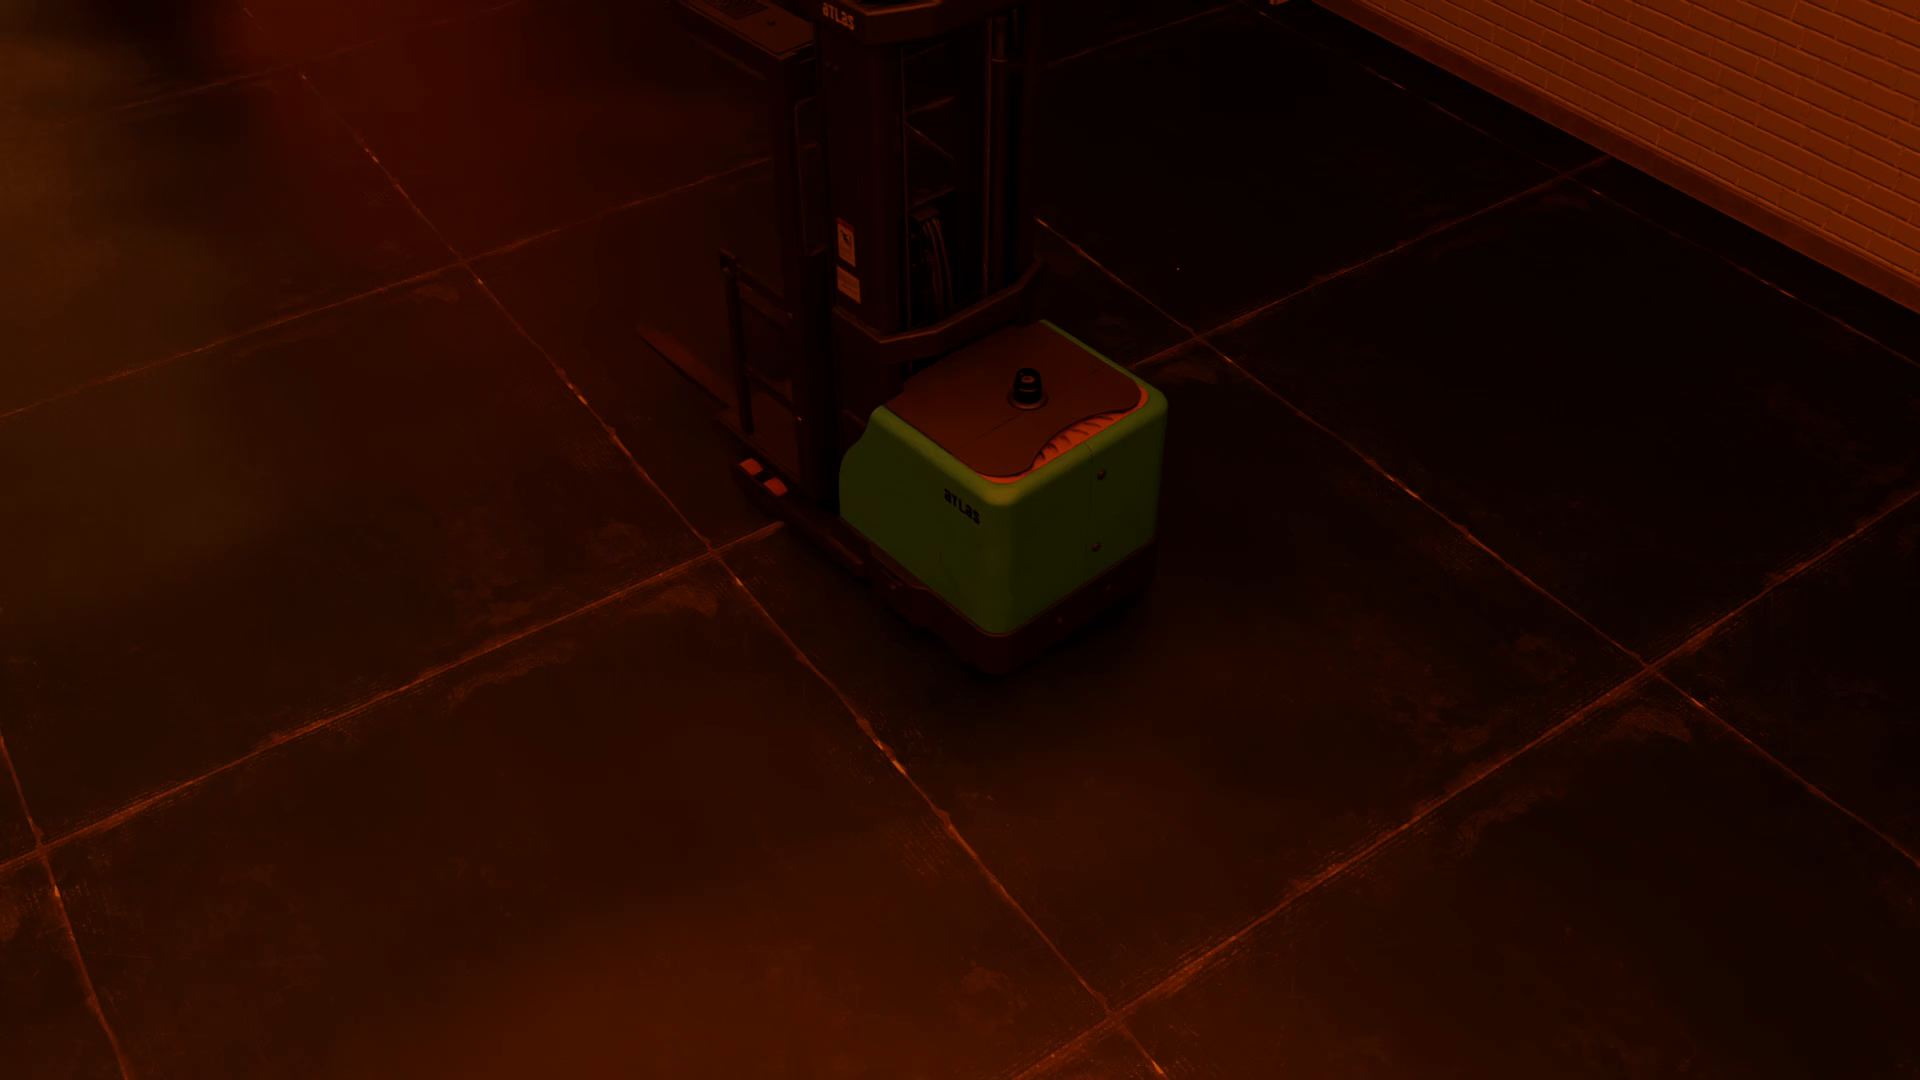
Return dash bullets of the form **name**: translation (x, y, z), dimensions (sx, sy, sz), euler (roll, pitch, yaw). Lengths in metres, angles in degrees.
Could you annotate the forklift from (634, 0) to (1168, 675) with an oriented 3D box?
- **forklift**: translation (-0.464, -1.416, 7.252), dimensions (1.130, 2.935, 3.031), euler (-31, 51, -29)
